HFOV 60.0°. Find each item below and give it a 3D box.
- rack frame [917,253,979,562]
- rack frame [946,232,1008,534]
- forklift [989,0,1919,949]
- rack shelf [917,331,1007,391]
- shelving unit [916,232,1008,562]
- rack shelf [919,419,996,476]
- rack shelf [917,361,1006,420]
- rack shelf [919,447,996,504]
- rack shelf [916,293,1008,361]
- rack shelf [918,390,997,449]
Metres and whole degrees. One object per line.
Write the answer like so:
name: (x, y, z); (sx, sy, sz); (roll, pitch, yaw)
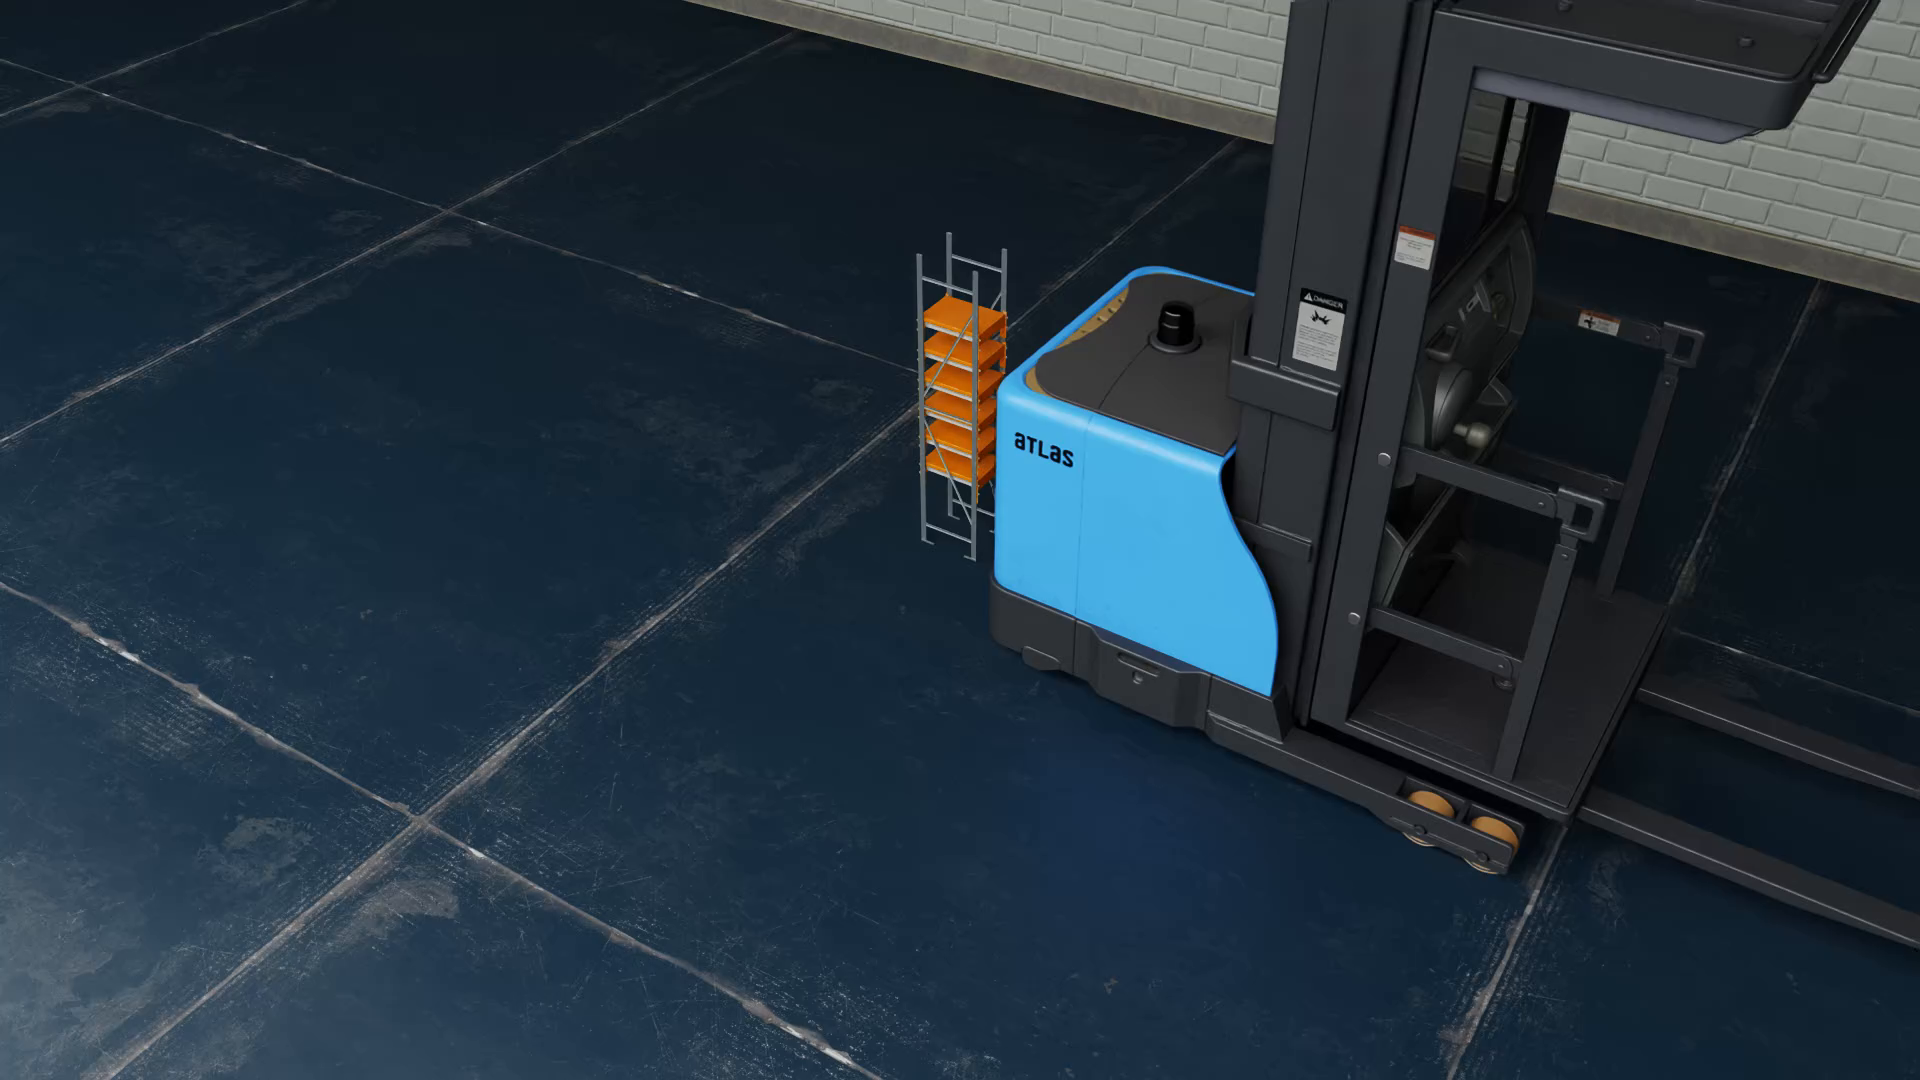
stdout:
rack frame: (-0.041, -0.435, 5.832); (0.240, 1.200, 0.006); (21, 42, 25)
rack frame: (0.057, -0.530, 5.955); (0.240, 1.200, 0.006); (21, 42, 25)
forklift: (1.612, -0.540, 4.550); (3.031, 2.935, 1.130); (22, 43, 26)
rack shelf: (0.008, -0.638, 5.774); (0.258, 0.103, 0.180); (21, 42, 25)
shelving unit: (0.008, -0.483, 5.893); (0.258, 1.200, 0.189); (21, 42, 25)
rack shelf: (0.008, -0.352, 5.994); (0.258, 0.103, 0.180); (21, 42, 25)
rack shelf: (0.008, -0.542, 5.847); (0.258, 0.103, 0.180); (21, 42, 25)
rack shelf: (0.008, -0.257, 6.067); (0.258, 0.103, 0.180); (21, 42, 25)
rack shelf: (0.008, -0.733, 5.701); (0.258, 0.103, 0.180); (21, 42, 25)
rack shelf: (0.008, -0.447, 5.920); (0.258, 0.103, 0.180); (21, 42, 25)
